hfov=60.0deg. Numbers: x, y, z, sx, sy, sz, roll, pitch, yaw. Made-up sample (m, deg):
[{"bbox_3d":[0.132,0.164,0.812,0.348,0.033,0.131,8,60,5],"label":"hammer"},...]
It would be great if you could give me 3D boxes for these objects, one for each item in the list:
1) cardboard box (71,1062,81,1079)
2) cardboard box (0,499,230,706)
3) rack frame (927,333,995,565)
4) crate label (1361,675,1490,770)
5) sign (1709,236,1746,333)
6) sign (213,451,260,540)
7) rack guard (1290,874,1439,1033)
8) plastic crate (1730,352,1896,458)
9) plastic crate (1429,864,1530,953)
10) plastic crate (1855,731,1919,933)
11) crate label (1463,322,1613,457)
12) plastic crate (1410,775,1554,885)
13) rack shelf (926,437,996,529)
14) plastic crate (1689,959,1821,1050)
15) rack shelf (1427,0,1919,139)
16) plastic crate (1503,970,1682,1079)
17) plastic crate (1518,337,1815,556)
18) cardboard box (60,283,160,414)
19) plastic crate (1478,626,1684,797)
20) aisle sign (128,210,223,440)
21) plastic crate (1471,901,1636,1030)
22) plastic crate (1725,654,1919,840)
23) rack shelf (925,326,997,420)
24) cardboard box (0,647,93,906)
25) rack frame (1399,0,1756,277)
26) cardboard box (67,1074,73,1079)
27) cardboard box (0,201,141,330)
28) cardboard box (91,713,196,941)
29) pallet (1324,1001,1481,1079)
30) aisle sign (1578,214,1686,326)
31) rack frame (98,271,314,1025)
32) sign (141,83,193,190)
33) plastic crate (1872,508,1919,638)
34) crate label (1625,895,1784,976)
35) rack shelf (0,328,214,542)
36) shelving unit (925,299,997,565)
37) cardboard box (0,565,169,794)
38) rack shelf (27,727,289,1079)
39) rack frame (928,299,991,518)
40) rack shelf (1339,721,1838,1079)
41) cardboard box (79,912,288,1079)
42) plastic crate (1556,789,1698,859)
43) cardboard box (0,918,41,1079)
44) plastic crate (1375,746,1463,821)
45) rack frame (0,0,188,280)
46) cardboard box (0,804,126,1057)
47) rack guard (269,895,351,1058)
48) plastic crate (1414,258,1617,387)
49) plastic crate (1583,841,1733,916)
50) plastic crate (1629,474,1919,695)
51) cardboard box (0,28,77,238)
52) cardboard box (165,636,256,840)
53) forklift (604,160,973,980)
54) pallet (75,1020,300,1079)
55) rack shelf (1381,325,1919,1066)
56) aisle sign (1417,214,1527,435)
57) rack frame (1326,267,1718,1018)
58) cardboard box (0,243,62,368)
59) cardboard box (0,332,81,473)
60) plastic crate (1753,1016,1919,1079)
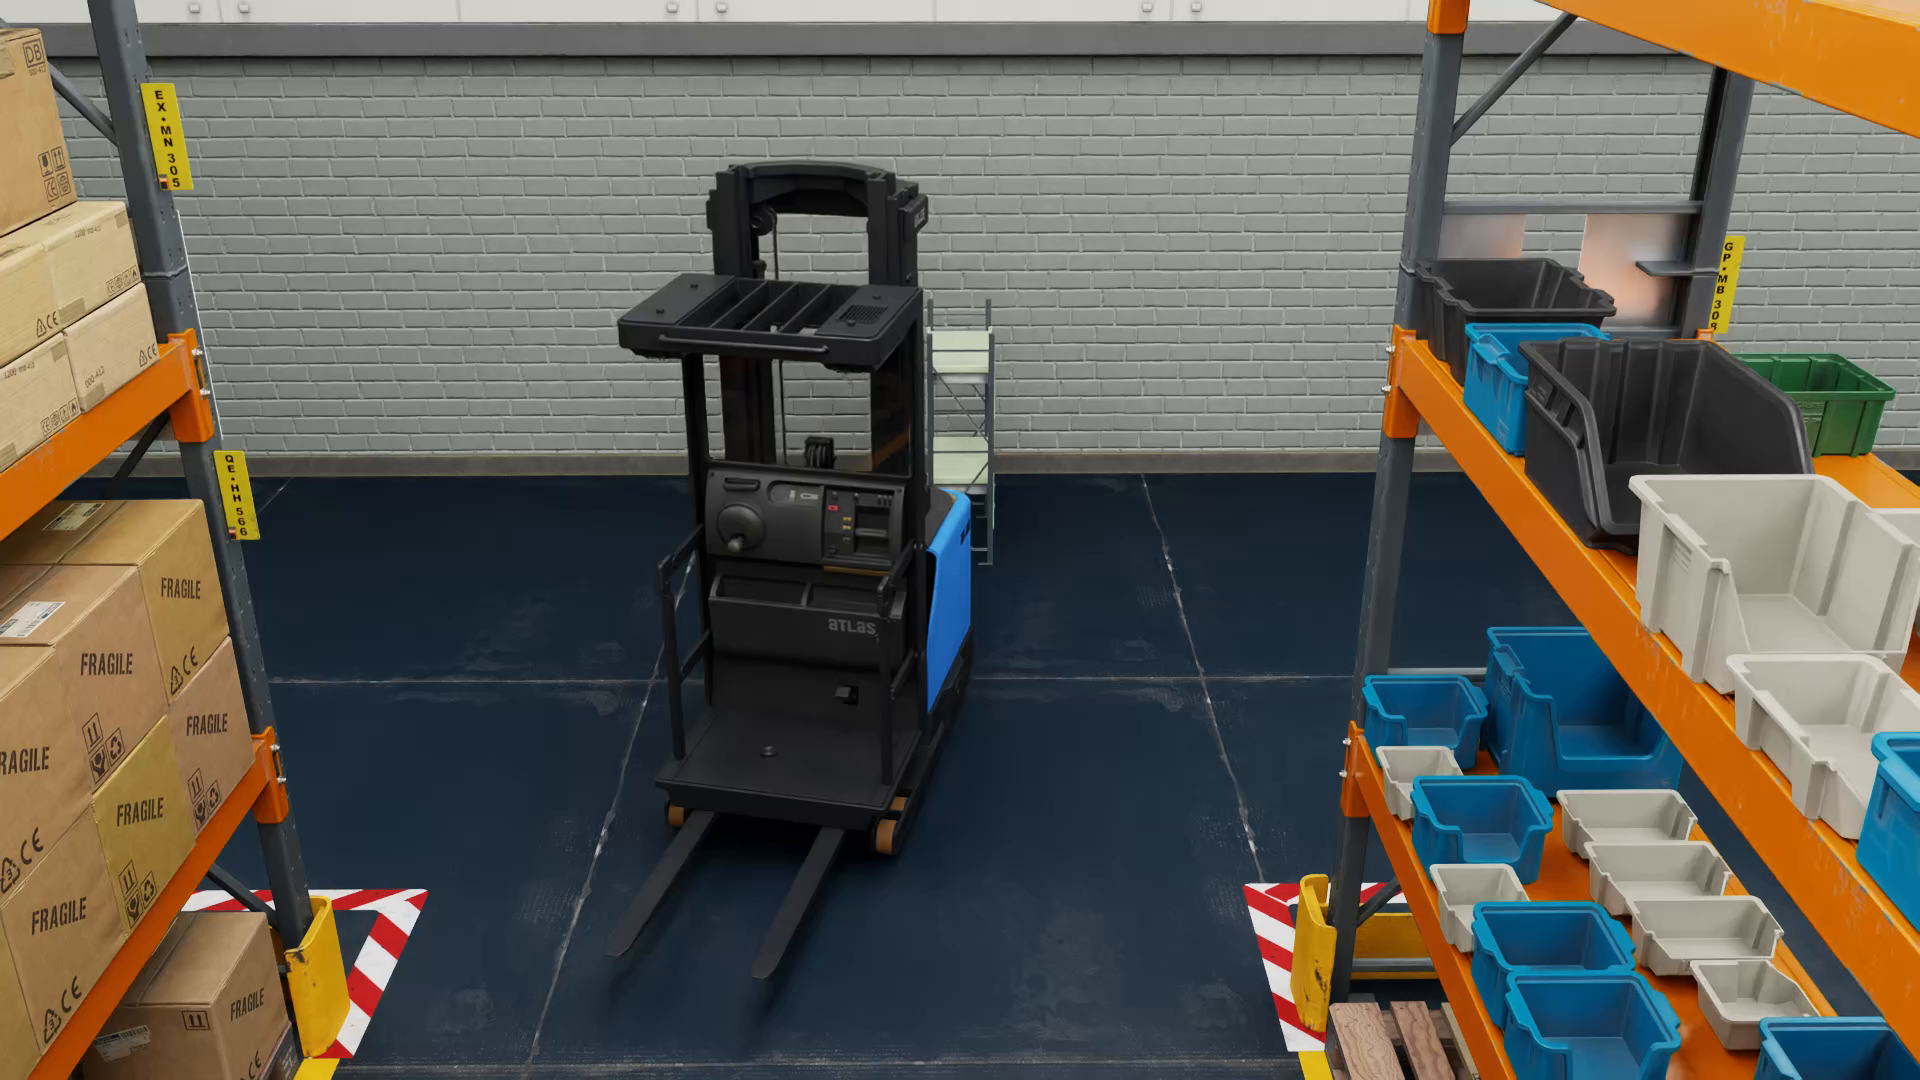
[{"bbox_3d":[-3.350,1.883,5.851,0.380,0.166,0.250,0,24,-1],"label":"cardboard box"},{"bbox_3d":[-2.734,0.196,5.341,0.500,0.500,0.500,0,24,-1],"label":"cardboard box"},{"bbox_3d":[0.004,-0.530,10.101,0.400,1.500,0.023,0,24,-1],"label":"rack frame"},{"bbox_3d":[1.613,0.647,5.811,0.416,0.233,0.303,0,24,-1],"label":"crate label"},{"bbox_3d":[2.489,-0.834,5.440,0.100,0.325,0.005,0,24,-1],"label":"sign"},{"bbox_3d":[-2.459,-0.151,5.654,0.100,0.325,0.005,0,24,-1],"label":"sign"},{"bbox_3d":[1.926,1.624,6.554,1.175,0.500,0.348,0,24,-1],"label":"rack guard"},{"bbox_3d":[2.236,-0.371,4.546,0.450,0.188,0.336,0,24,-1],"label":"plastic crate"},{"bbox_3d":[1.541,1.103,4.919,0.250,0.136,0.298,0,24,-1],"label":"plastic crate"},{"bbox_3d":[1.654,0.479,2.615,0.416,0.233,0.300,0,24,-1],"label":"plastic crate"},{"bbox_3d":[1.626,-0.423,4.585,0.408,0.251,0.502,0,24,-1],"label":"crate label"},{"bbox_3d":[1.620,0.918,5.211,0.416,0.233,0.300,0,24,-1],"label":"plastic crate"},{"bbox_3d":[0.000,-0.384,10.569,0.431,0.370,0.720,0,24,-1],"label":"rack shelf"},{"bbox_3d":[2.167,1.279,4.530,0.298,0.136,0.250,0,24,-1],"label":"plastic crate"},{"bbox_3d":[1.961,-0.905,3.189,1.077,0.370,4.000,0,24,-1],"label":"rack shelf"},{"bbox_3d":[1.630,1.313,4.338,0.416,0.233,0.300,0,24,-1],"label":"plastic crate"},{"bbox_3d":[1.681,-0.213,4.017,0.504,0.338,0.767,0,24,-1],"label":"plastic crate"},{"bbox_3d":[-2.745,-0.573,4.918,0.500,0.250,0.500,0,24,-1],"label":"cardboard box"},{"bbox_3d":[2.130,0.588,5.694,0.616,0.435,0.499,0,24,-1],"label":"plastic crate"},{"bbox_3d":[-2.708,-0.699,5.500,0.394,0.787,0.004,0,24,-1],"label":"aisle sign"},{"bbox_3d":[1.627,1.189,4.611,0.416,0.233,0.300,0,24,-1],"label":"plastic crate"},{"bbox_3d":[1.588,0.374,2.964,0.293,0.136,0.466,0,24,-1],"label":"plastic crate"},{"bbox_3d":[0.000,-1.036,10.274,0.431,0.370,0.720,0,24,-1],"label":"rack shelf"},{"bbox_3d":[-2.717,0.618,4.409,0.500,0.500,0.500,0,24,1],"label":"cardboard box"},{"bbox_3d":[1.939,-2.239,4.780,1.000,3.000,0.127,0,24,-1],"label":"rack frame"},{"bbox_3d":[-3.286,1.999,5.493,0.500,0.250,0.500,0,24,-1],"label":"cardboard box"},{"bbox_3d":[-2.753,-0.800,4.815,0.500,0.250,0.500,0,24,-1],"label":"cardboard box"},{"bbox_3d":[-2.728,0.867,5.072,0.500,0.500,0.500,0,24,0],"label":"cardboard box"},{"bbox_3d":[1.909,2.105,5.840,1.003,0.211,1.213,0,24,-1],"label":"pallet"},{"bbox_3d":[2.231,-0.721,5.549,0.394,0.787,0.004,0,24,-1],"label":"aisle sign"},{"bbox_3d":[-3.014,0.515,5.971,1.000,3.000,0.127,0,24,-1],"label":"rack frame"},{"bbox_3d":[-2.459,-1.249,5.158,0.100,0.325,0.005,0,24,-1],"label":"sign"},{"bbox_3d":[2.210,0.098,3.573,0.437,0.136,0.530,0,24,-1],"label":"plastic crate"},{"bbox_3d":[2.145,1.157,4.800,0.396,0.136,0.243,0,24,-1],"label":"crate label"},{"bbox_3d":[-2.992,0.300,3.679,1.077,0.370,4.000,0,24,-1],"label":"rack shelf"},{"bbox_3d":[0.000,-0.681,10.435,0.431,1.500,0.755,0,24,-1],"label":"shelving unit"},{"bbox_3d":[-2.728,0.404,4.881,0.500,0.500,0.500,0,24,1],"label":"cardboard box"},{"bbox_3d":[-2.992,1.667,4.297,1.077,0.370,4.000,0,24,-1],"label":"rack shelf"},{"bbox_3d":[-0.004,-0.831,10.768,0.400,1.500,0.023,0,24,-1],"label":"rack frame"},{"bbox_3d":[1.961,1.646,4.343,1.077,0.370,4.000,0,24,-1],"label":"rack shelf"},{"bbox_3d":[-2.762,1.677,5.902,0.500,0.500,0.500,0,24,-1],"label":"cardboard box"},{"bbox_3d":[2.129,0.922,5.318,0.396,0.136,0.243,0,24,-1],"label":"plastic crate"},{"bbox_3d":[-2.722,1.280,4.159,0.500,0.500,0.500,-1,24,-1],"label":"cardboard box"},{"bbox_3d":[1.533,0.823,5.537,0.250,0.136,0.298,0,24,-1],"label":"plastic crate"},{"bbox_3d":[-3.014,-2.218,4.735,1.000,3.000,0.127,0,24,-1],"label":"rack frame"},{"bbox_3d":[-2.728,1.072,4.618,0.500,0.500,0.500,0,24,0],"label":"cardboard box"},{"bbox_3d":[-3.013,1.685,6.417,1.175,0.500,0.348,0,24,-1],"label":"rack guard"},{"bbox_3d":[1.665,-0.653,5.072,0.497,0.269,0.590,0,24,-1],"label":"plastic crate"},{"bbox_3d":[2.118,1.042,5.053,0.396,0.136,0.243,0,24,-1],"label":"plastic crate"},{"bbox_3d":[1.655,0.096,3.401,0.437,0.282,0.530,0,24,-1],"label":"plastic crate"},{"bbox_3d":[-2.992,-1.141,4.658,0.700,0.500,0.500,0,24,-1],"label":"cardboard box"},{"bbox_3d":[-2.737,0.653,5.545,0.500,0.500,0.500,0,24,1],"label":"cardboard box"},{"bbox_3d":[-0.751,-0.069,7.346,1.130,2.935,3.031,5,25,11],"label":"forklift"},{"bbox_3d":[-3.003,2.146,5.750,1.003,0.211,1.213,0,24,-1],"label":"pallet"},{"bbox_3d":[1.961,0.280,3.725,1.077,0.370,4.000,0,24,-1],"label":"rack shelf"},{"bbox_3d":[1.641,-0.718,5.544,0.394,0.787,0.004,0,24,-1],"label":"aisle sign"},{"bbox_3d":[1.939,0.494,6.017,1.000,3.000,0.127,0,24,-1],"label":"rack frame"},{"bbox_3d":[-2.748,-0.594,4.360,0.500,0.250,0.500,0,24,-1],"label":"cardboard box"},{"bbox_3d":[-2.750,-0.367,4.463,0.500,0.250,0.500,0,24,-1],"label":"cardboard box"},{"bbox_3d":[2.218,1.388,4.170,0.416,0.233,0.300,0,24,-1],"label":"plastic crate"}]
